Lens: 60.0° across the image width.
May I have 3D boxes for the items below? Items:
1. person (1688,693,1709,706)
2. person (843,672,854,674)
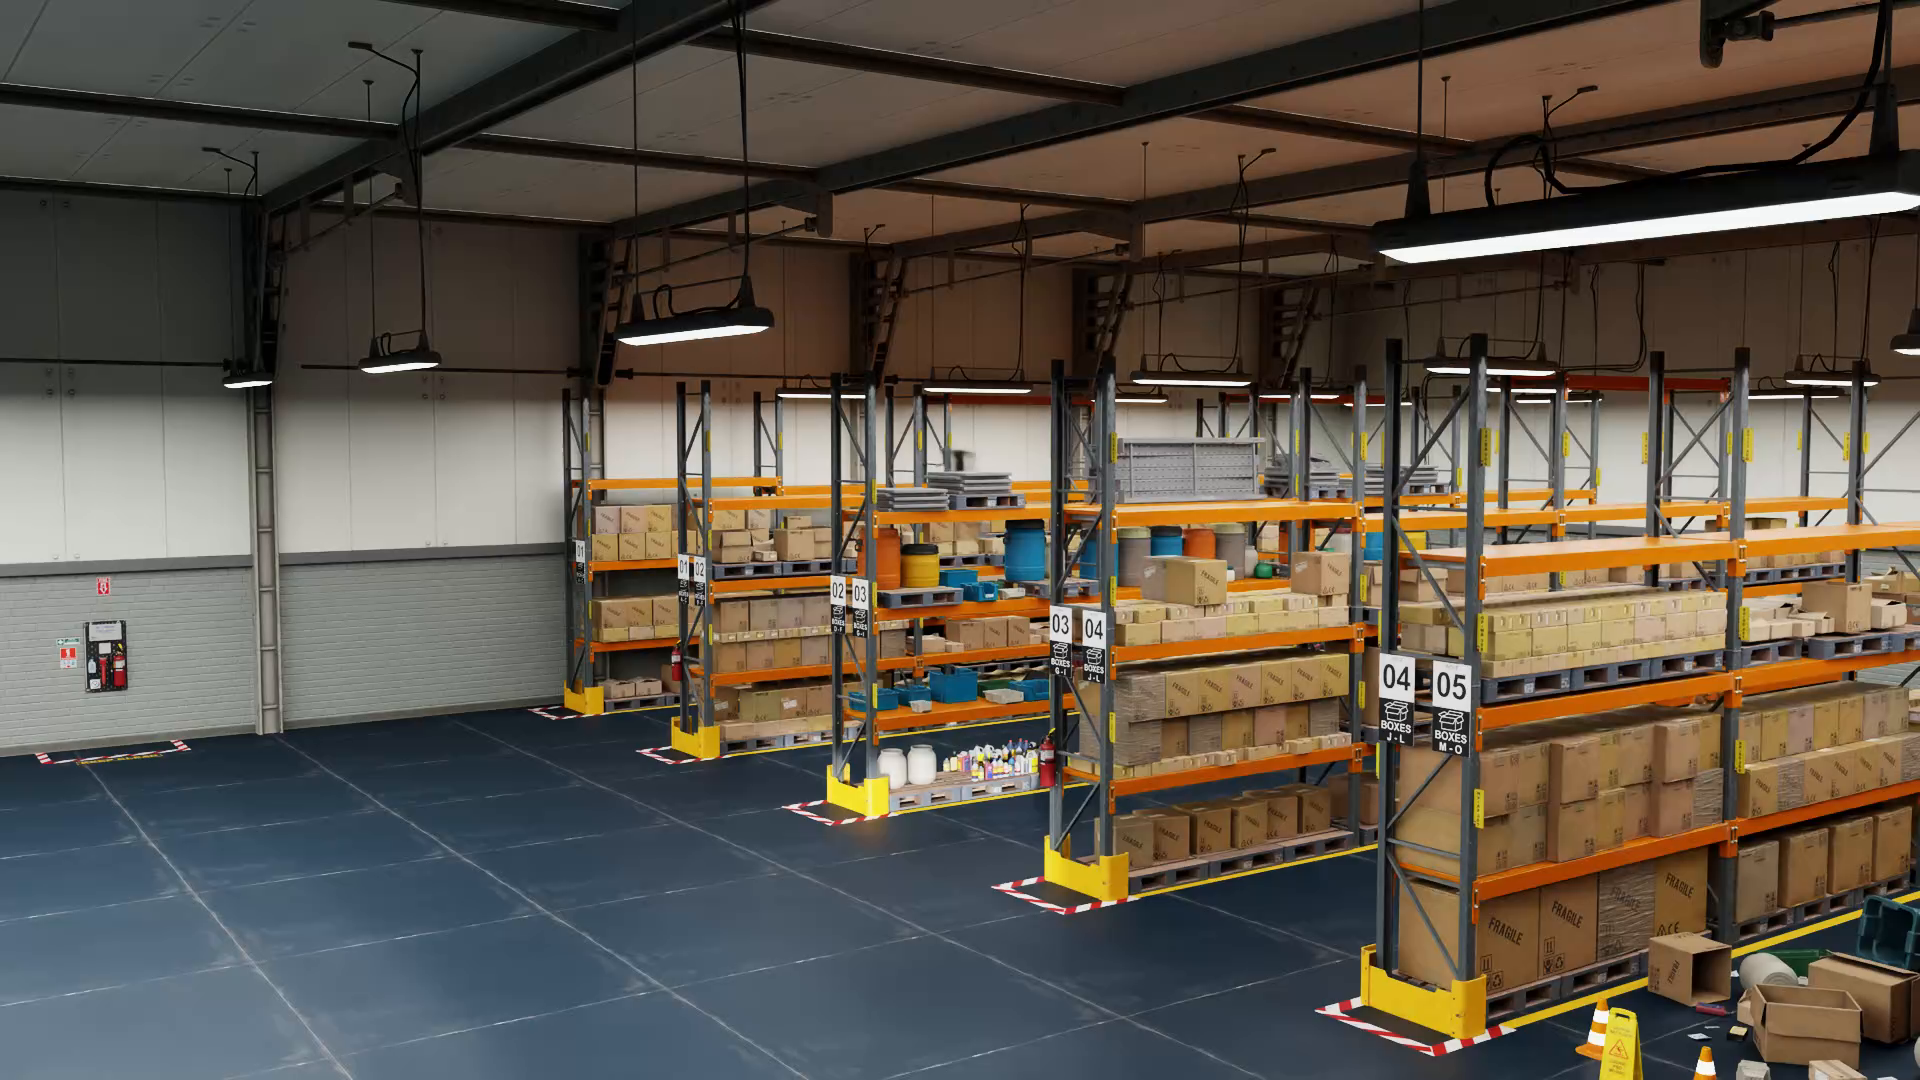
[{"bbox_3d":[10.214,2.843,22.892,0.844,1.740,0.600,-2,4,-34],"label":"person"},{"bbox_3d":[-2.007,2.390,30.552,0.542,1.645,0.588,1,4,21],"label":"person"}]
